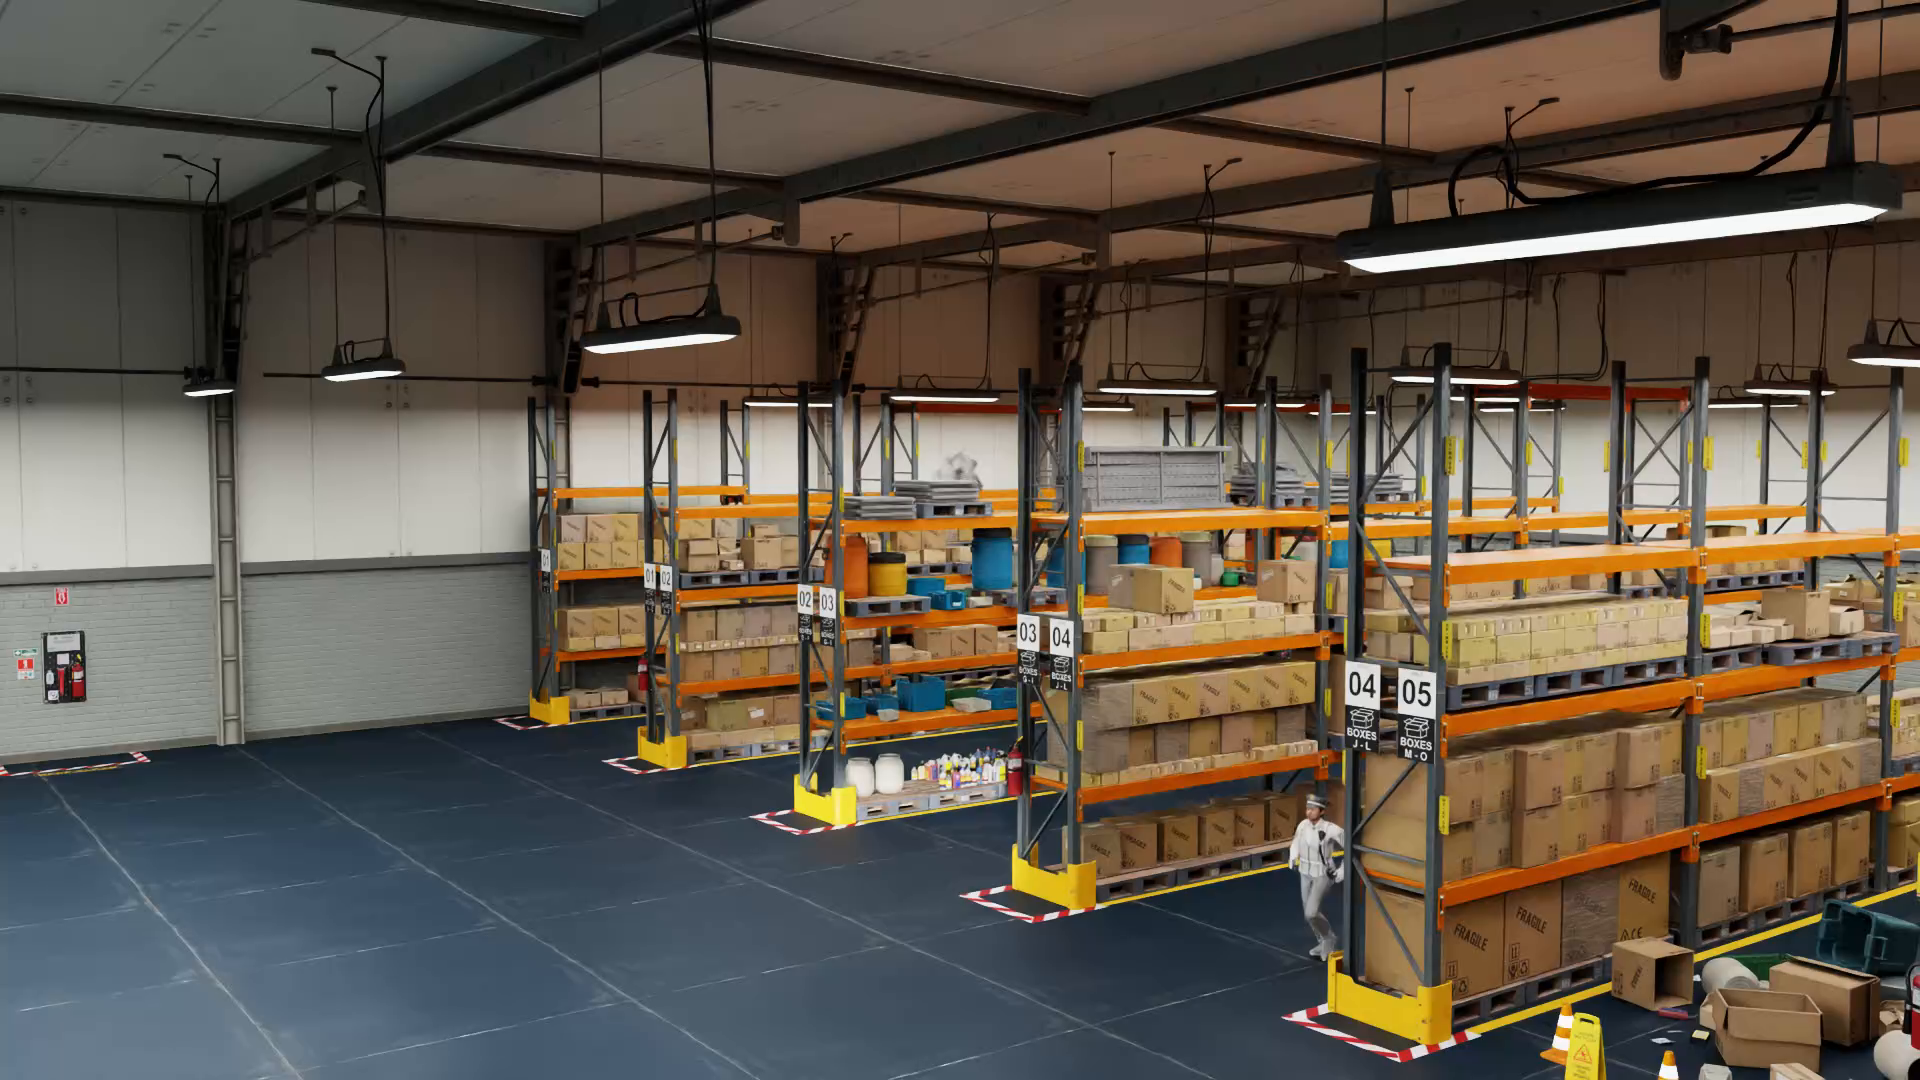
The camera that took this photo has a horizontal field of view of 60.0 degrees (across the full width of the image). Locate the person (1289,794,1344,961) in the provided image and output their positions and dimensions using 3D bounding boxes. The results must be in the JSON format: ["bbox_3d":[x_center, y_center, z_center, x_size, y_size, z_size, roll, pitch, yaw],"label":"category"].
[{"bbox_3d":[3.523,3.349,16.517,0.621,1.668,0.602,-3,5,-42],"label":"person"}]
